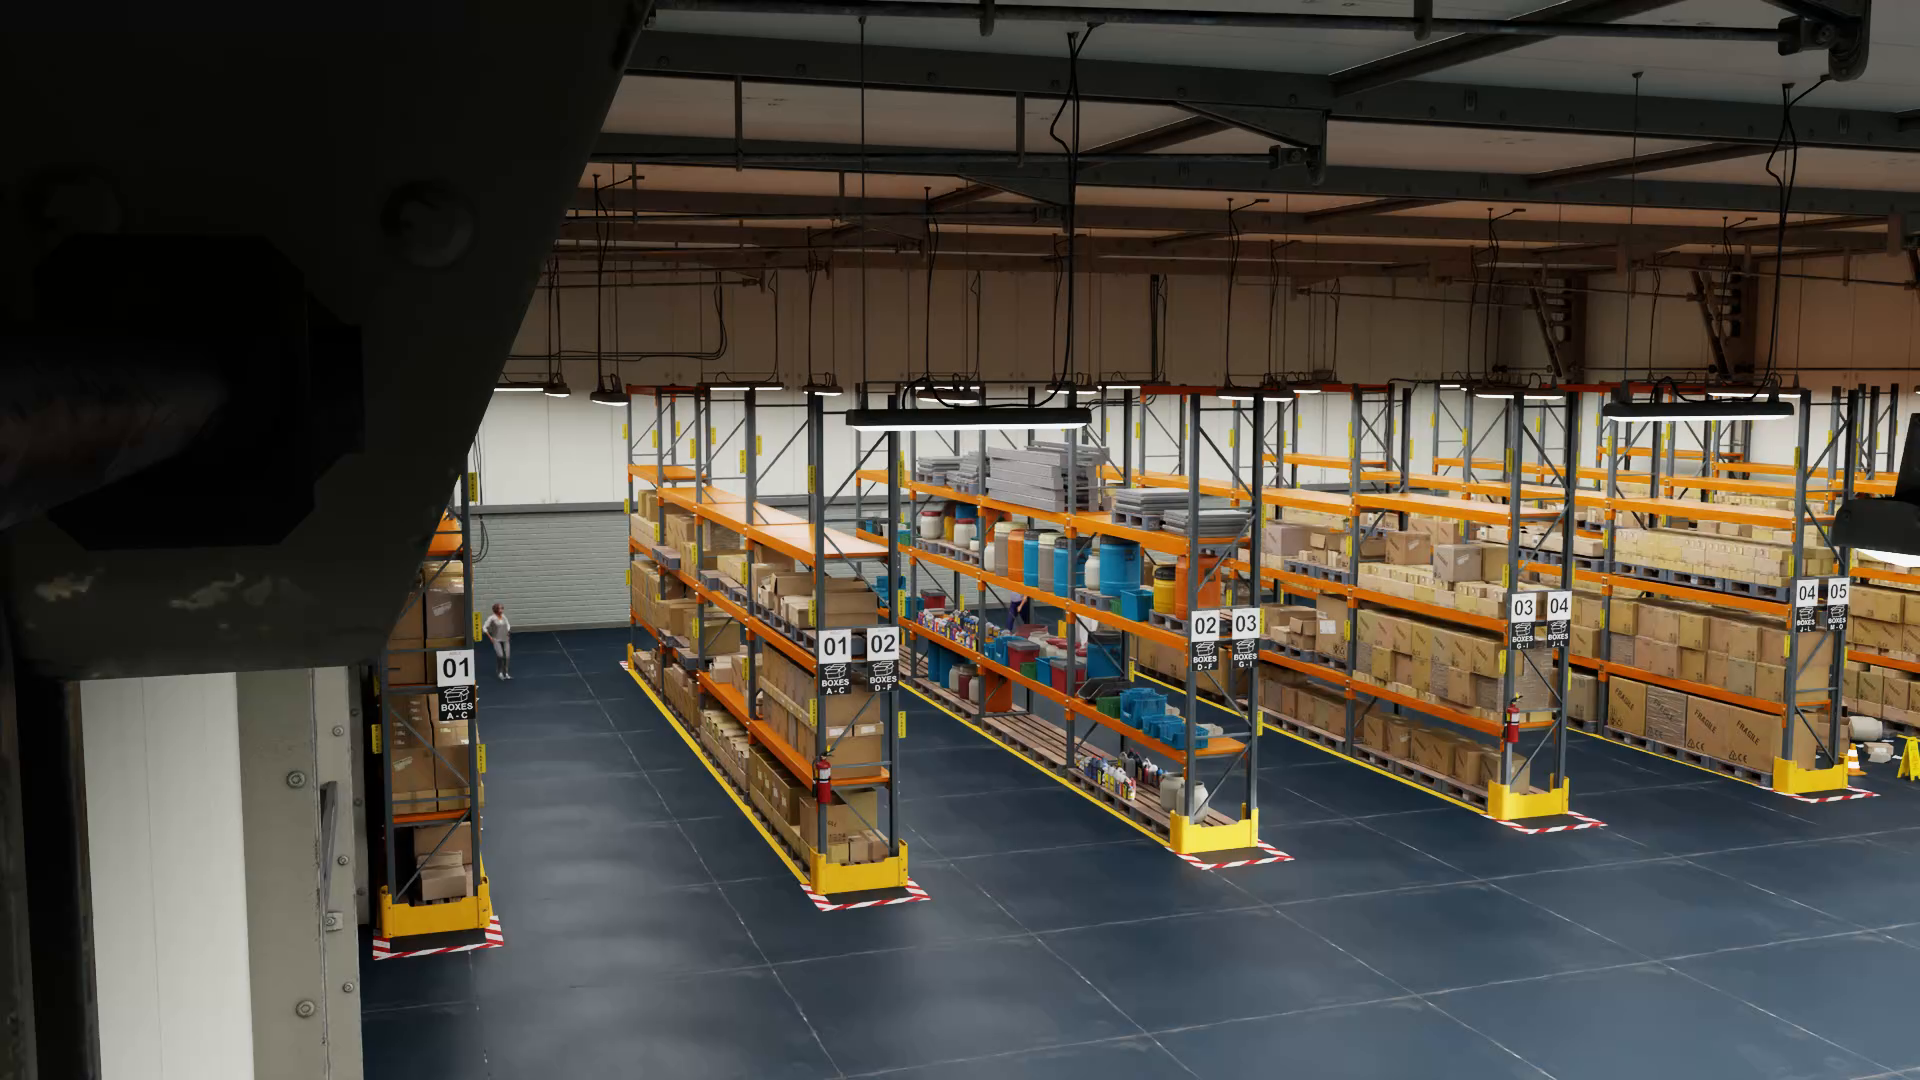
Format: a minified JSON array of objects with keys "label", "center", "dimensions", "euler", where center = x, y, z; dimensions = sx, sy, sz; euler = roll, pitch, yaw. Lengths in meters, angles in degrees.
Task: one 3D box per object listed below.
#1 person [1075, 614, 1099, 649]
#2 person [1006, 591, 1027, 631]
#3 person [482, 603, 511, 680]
[{"label":"person","center":[2.426,2.010,32.947],"dimensions":[0.685,1.762,0.513],"euler":[5,8,42]},{"label":"person","center":[1.356,1.548,38.649],"dimensions":[1.039,1.593,0.519],"euler":[-6,8,-43]},{"label":"person","center":[-9.387,2.077,33.803],"dimensions":[0.569,1.579,0.447],"euler":[-3,7,-29]}]
